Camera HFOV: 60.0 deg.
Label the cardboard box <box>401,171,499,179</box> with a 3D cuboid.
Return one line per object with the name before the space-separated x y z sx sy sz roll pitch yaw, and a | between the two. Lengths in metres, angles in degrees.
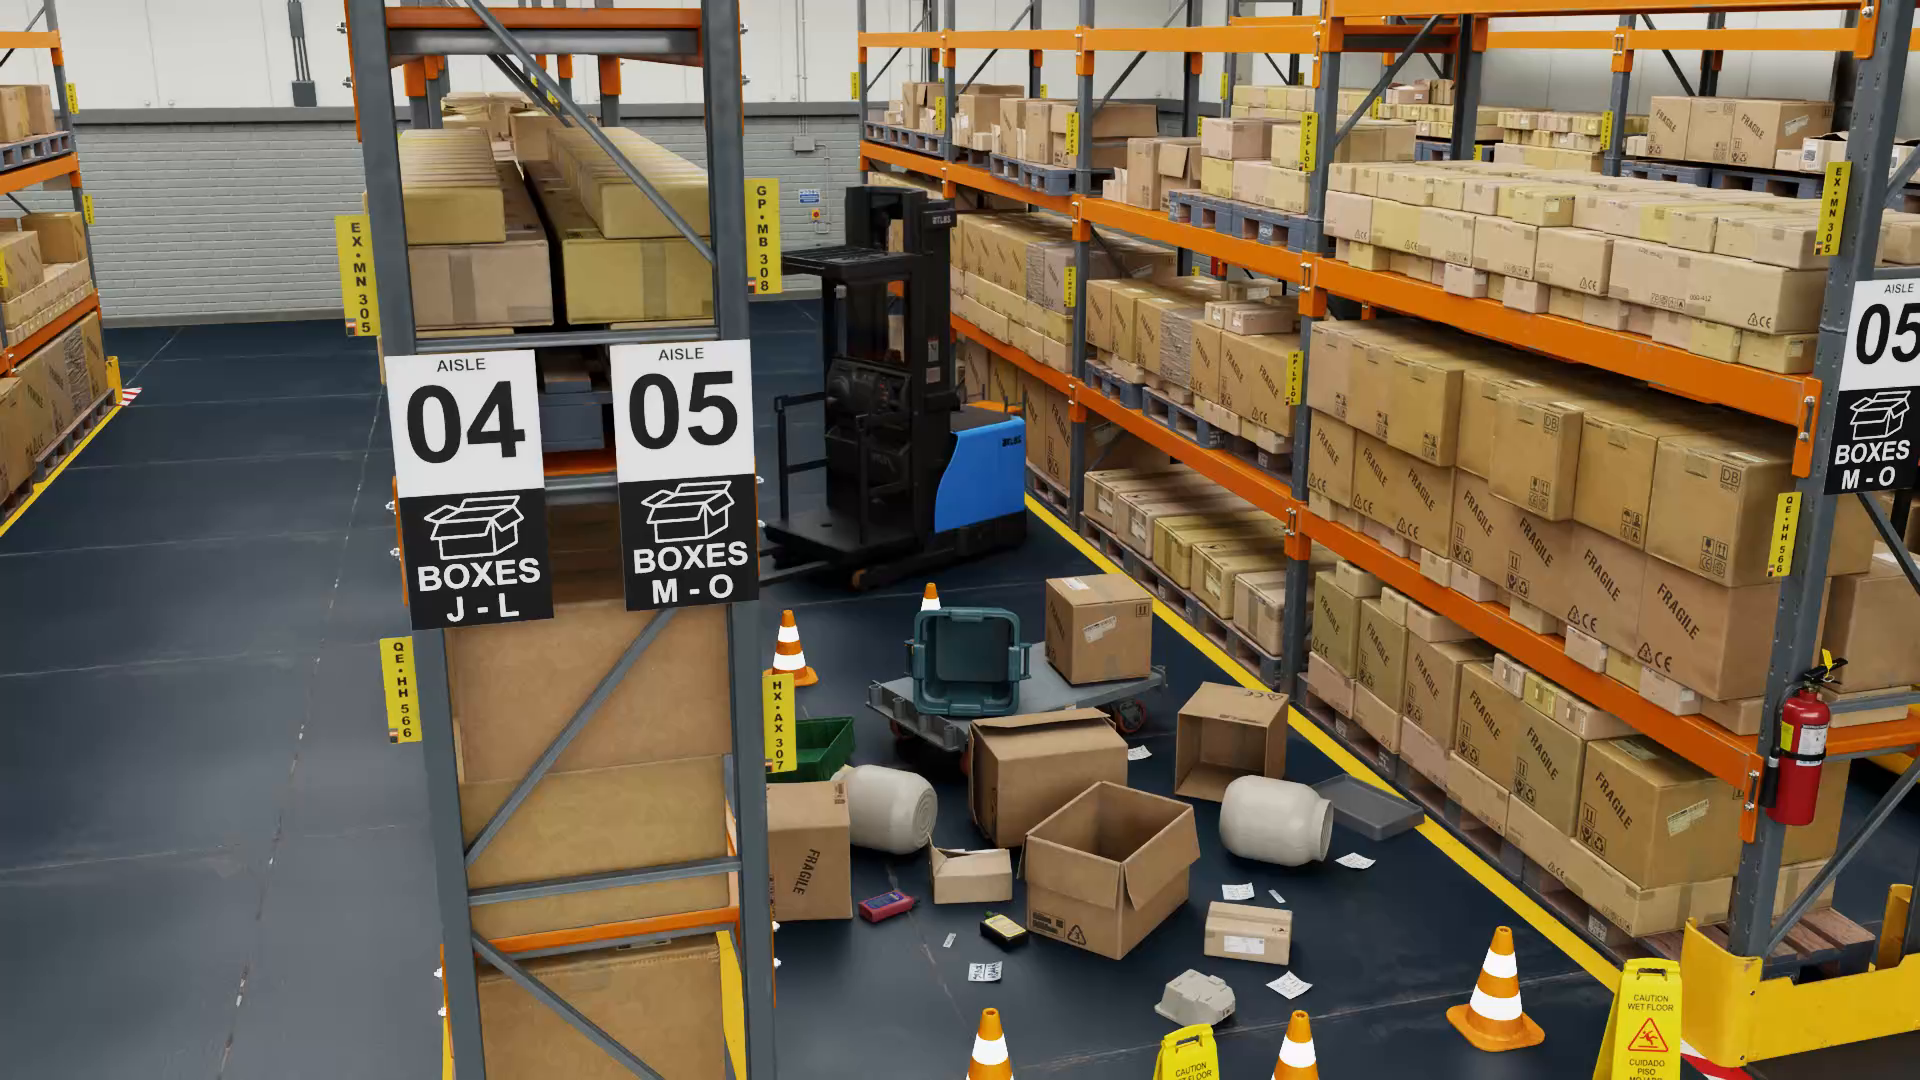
cardboard box | -1.656 -1.086 5.286 0.380 0.149 0.250 -4 17 -14

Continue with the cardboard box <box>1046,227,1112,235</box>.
cardboard box | 1.125 -2.668 15.707 0.500 0.500 0.500 -4 17 -14

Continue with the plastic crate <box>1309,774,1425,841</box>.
plastic crate | 2.176 1.439 9.022 0.402 0.080 0.583 -12 20 -34

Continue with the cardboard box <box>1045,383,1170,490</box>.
cardboard box | 1.323 -0.946 14.850 0.875 0.875 0.875 -5 17 -16

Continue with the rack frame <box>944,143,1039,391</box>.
rack frame | 0.334 -2.671 17.630 1.000 3.000 0.127 -5 17 -15

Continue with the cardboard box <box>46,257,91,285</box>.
cardboard box | -9.905 -2.952 18.307 0.500 0.250 0.500 -5 17 -16

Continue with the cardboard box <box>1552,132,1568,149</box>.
cardboard box | 5.776 -3.741 15.545 0.380 0.149 0.250 -4 17 -14

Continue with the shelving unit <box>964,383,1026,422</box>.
shelving unit | 0.292 -0.691 14.168 0.258 1.200 0.503 -15 22 -41

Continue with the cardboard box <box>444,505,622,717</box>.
cardboard box | -1.404 0.228 5.841 0.875 0.550 0.550 -5 17 -15

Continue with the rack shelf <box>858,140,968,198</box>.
rack shelf | -0.215 -4.316 19.144 1.077 0.370 4.000 -5 17 -15

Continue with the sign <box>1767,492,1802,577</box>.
sign | 3.093 -0.019 6.240 0.100 0.325 0.005 -5 17 -15

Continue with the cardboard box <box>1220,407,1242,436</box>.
cardboard box | 1.965 -0.802 11.116 0.380 0.149 0.250 -5 17 -16

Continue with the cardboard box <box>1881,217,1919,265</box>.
cardboard box | 3.730 -1.164 6.451 0.380 0.149 0.250 -5 17 -16

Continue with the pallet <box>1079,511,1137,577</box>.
pallet | 1.647 -0.013 13.628 1.003 0.211 1.213 -5 17 -15

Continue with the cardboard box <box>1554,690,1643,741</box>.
cardboard box | 2.996 0.797 7.703 0.380 0.149 0.250 -4 17 -14

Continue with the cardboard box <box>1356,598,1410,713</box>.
cardboard box | 2.594 0.630 9.386 0.500 0.500 0.500 -4 17 -13

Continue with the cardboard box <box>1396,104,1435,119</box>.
cardboard box | 4.908 -4.587 17.810 0.380 0.149 0.250 -4 17 -14

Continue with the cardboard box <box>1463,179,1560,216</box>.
cardboard box | 2.716 -1.687 8.192 0.380 0.149 0.250 -5 17 -16

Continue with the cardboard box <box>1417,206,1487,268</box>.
cardboard box | 2.666 -1.541 8.396 0.500 0.250 0.500 -5 17 -15

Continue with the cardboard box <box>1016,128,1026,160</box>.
cardboard box | 0.718 -3.491 14.650 0.396 0.266 0.258 -5 17 -17

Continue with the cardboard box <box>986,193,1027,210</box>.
cardboard box | 0.497 -3.616 17.737 0.380 0.149 0.250 -5 17 -16

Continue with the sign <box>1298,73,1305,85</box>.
sign | 4.546 -6.070 22.192 0.100 0.325 0.005 -5 17 -15

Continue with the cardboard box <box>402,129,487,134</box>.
cardboard box | -2.426 -1.858 7.858 0.380 0.149 0.250 -5 17 -15

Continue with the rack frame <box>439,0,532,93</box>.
rack frame | -5.497 -6.231 19.054 1.000 3.000 0.127 -5 17 -15

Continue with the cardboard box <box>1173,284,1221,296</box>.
cardboard box | 1.978 -1.710 13.010 0.500 0.500 0.500 -5 17 -16

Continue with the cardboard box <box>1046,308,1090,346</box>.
cardboard box | 1.056 -1.846 14.275 0.500 0.250 0.500 -5 17 -15

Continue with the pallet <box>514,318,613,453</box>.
pallet | -1.314 -0.531 5.446 1.003 0.211 1.213 -5 17 -15

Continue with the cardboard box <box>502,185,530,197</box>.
cardboard box | -1.915 -1.219 6.421 0.500 0.250 0.500 -5 17 -15

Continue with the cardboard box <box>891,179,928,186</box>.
cardboard box | -0.591 -4.135 19.464 0.380 0.149 0.250 -5 17 -15

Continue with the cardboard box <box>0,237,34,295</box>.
cardboard box | -9.208 -2.607 15.856 0.500 0.500 0.500 -5 17 -15

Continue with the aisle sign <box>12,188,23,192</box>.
aisle sign | -10.602 -4.235 18.318 0.394 0.787 0.004 -5 17 -15

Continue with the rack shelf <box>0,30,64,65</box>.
rack shelf | -9.744 -4.778 16.161 1.077 0.370 4.000 -5 17 -15

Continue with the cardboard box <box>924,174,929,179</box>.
cardboard box | -0.229 -4.398 20.341 0.380 0.149 0.250 -5 17 -16

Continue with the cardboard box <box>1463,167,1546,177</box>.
cardboard box | 2.960 -1.941 9.036 0.380 0.149 0.250 -4 17 -14

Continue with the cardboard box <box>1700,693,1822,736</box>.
cardboard box | 3.324 0.682 6.904 0.380 0.149 0.250 -4 17 -13

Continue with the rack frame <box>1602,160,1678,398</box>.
rack frame | 6.205 -1.958 15.256 1.000 3.000 0.127 -5 17 -15

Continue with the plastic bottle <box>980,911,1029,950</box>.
plastic bottle | 0.186 1.820 7.786 0.133 0.061 0.283 -12 20 -34

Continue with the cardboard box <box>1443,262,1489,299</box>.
cardboard box | 2.652 -1.305 8.306 0.380 0.149 0.250 -5 17 -16

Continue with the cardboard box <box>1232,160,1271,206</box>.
cardboard box | 2.099 -2.315 10.760 0.500 0.250 0.500 -4 17 -15

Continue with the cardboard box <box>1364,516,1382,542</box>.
cardboard box | 2.532 -0.088 9.469 0.380 0.149 0.250 -5 17 -16

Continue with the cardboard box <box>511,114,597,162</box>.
cardboard box | -2.551 -2.420 10.503 0.500 0.500 0.500 -5 17 -15

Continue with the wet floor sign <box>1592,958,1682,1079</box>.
wet floor sign | 2.655 1.913 6.462 0.267 0.644 0.232 1 17 4

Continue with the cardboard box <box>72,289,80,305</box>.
cardboard box | -9.670 -2.590 17.798 0.380 0.149 0.250 -4 17 -14

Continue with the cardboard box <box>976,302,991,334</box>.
cardboard box | 0.470 -2.171 16.225 0.500 0.250 0.500 -5 17 -16

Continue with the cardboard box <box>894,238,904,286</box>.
cardboard box | -0.467 -3.253 19.393 0.500 0.500 0.500 -4 17 -13

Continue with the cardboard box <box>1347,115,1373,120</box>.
cardboard box | 4.732 -4.685 18.866 0.500 0.250 0.500 -5 17 -15

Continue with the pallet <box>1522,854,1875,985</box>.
pallet | 3.422 1.735 7.808 1.003 0.211 1.213 -5 17 -15

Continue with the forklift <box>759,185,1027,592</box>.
forklift | -0.870 -1.179 12.783 3.031 2.935 1.130 -15 22 -41

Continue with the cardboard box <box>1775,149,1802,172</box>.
cardboard box | 6.498 -2.910 12.746 0.380 0.149 0.250 -5 17 -16

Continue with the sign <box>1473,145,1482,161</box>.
sign | 3.052 -2.187 9.907 0.100 0.325 0.005 -5 17 -15

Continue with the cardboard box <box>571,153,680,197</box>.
cardboard box | -1.234 -1.349 6.161 0.380 0.149 0.250 -5 17 -16

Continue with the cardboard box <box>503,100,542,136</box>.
cardboard box | -3.394 -3.340 13.139 0.396 0.266 0.258 -5 17 -15

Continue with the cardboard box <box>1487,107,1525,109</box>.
cardboard box | 5.606 -4.337 16.978 0.380 0.149 0.250 -5 17 -15

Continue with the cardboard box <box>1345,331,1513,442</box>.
cardboard box | 2.564 -0.845 9.124 0.700 0.500 0.500 -5 17 -15

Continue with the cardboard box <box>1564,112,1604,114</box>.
cardboard box | 6.080 -4.061 16.095 0.380 0.149 0.250 -5 17 -15

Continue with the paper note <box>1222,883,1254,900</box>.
paper note | 1.369 1.725 8.177 0.148 0.019 0.142 1 17 4
